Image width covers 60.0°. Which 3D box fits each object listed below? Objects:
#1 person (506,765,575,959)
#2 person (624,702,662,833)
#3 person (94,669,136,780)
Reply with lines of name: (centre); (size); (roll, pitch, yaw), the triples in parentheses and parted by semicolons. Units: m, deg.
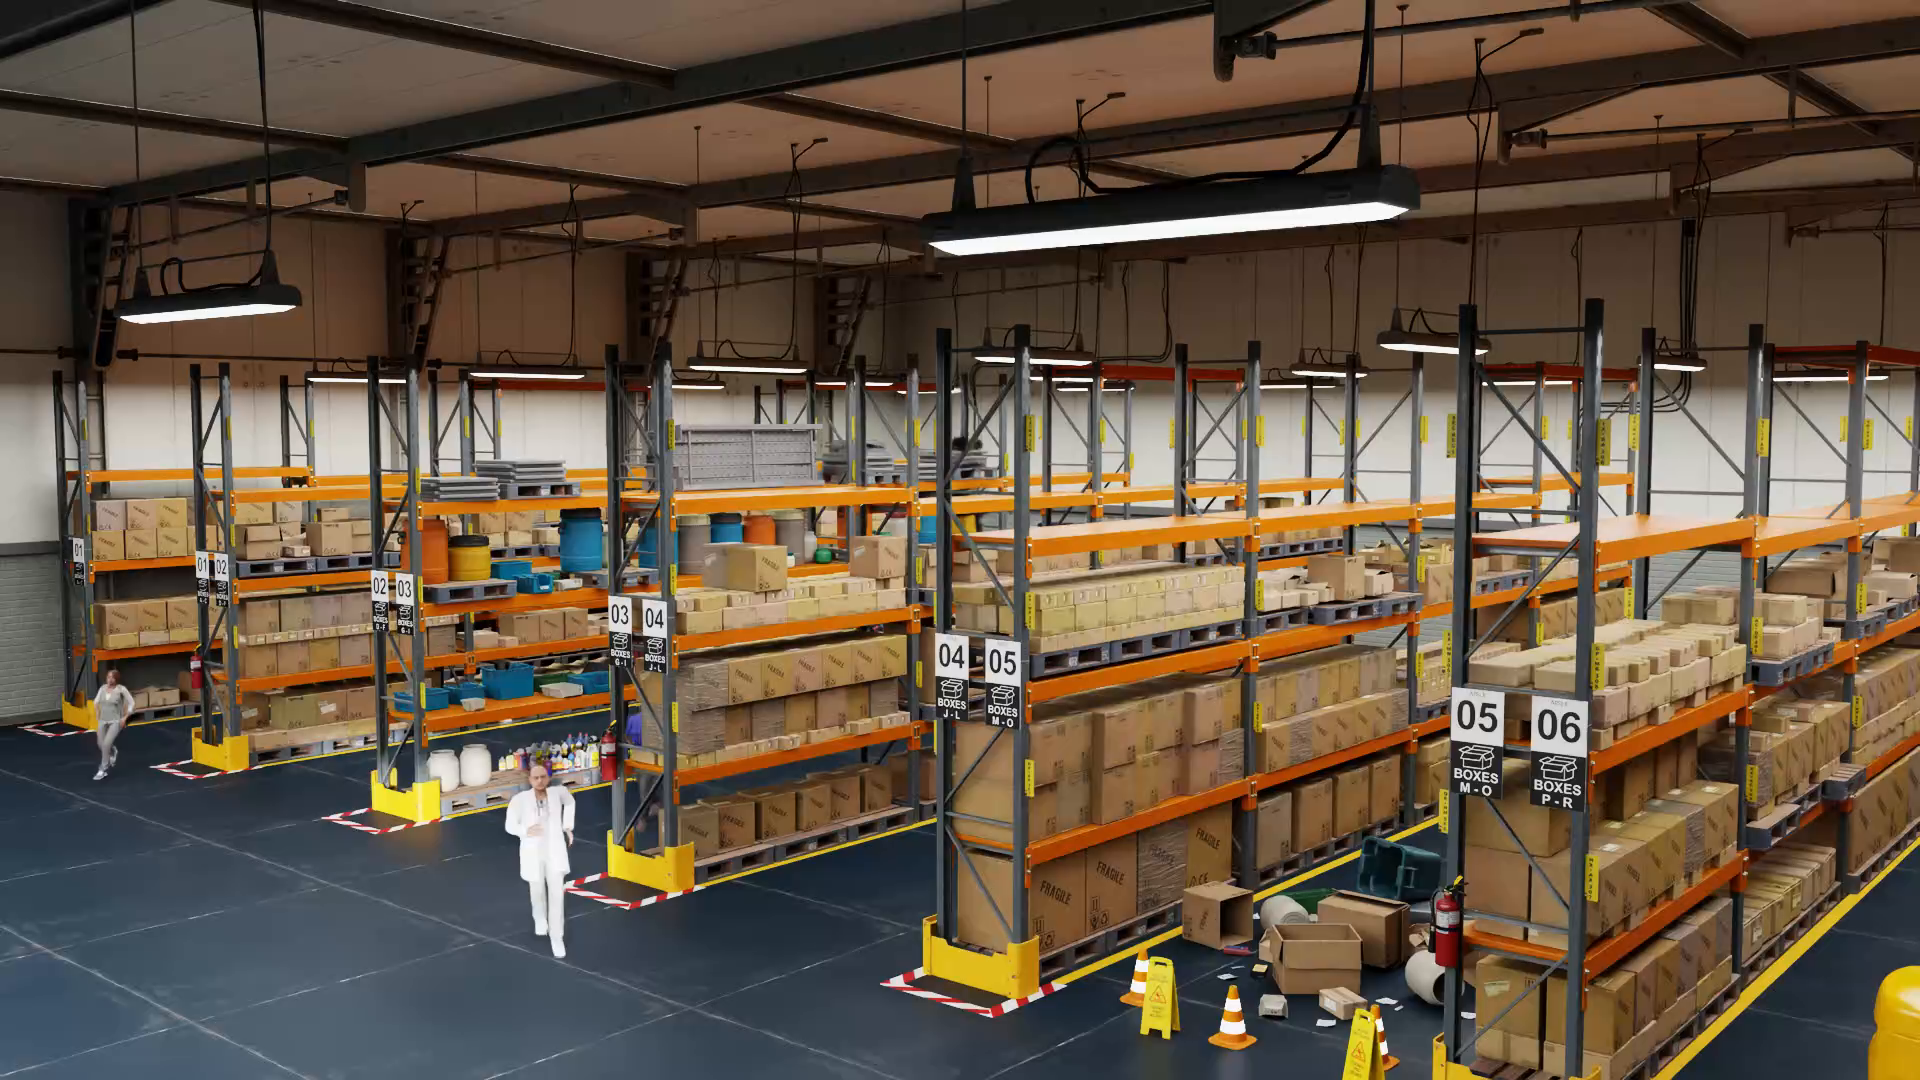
person: (-4.113, 3.096, 16.338); (0.656, 1.820, 0.962); (-1, 4, -13)
person: (-4.017, 2.812, 21.206); (0.566, 1.677, 0.867); (1, 4, 10)
person: (-12.296, 2.654, 24.187); (0.580, 1.566, 0.687); (0, 4, -3)
